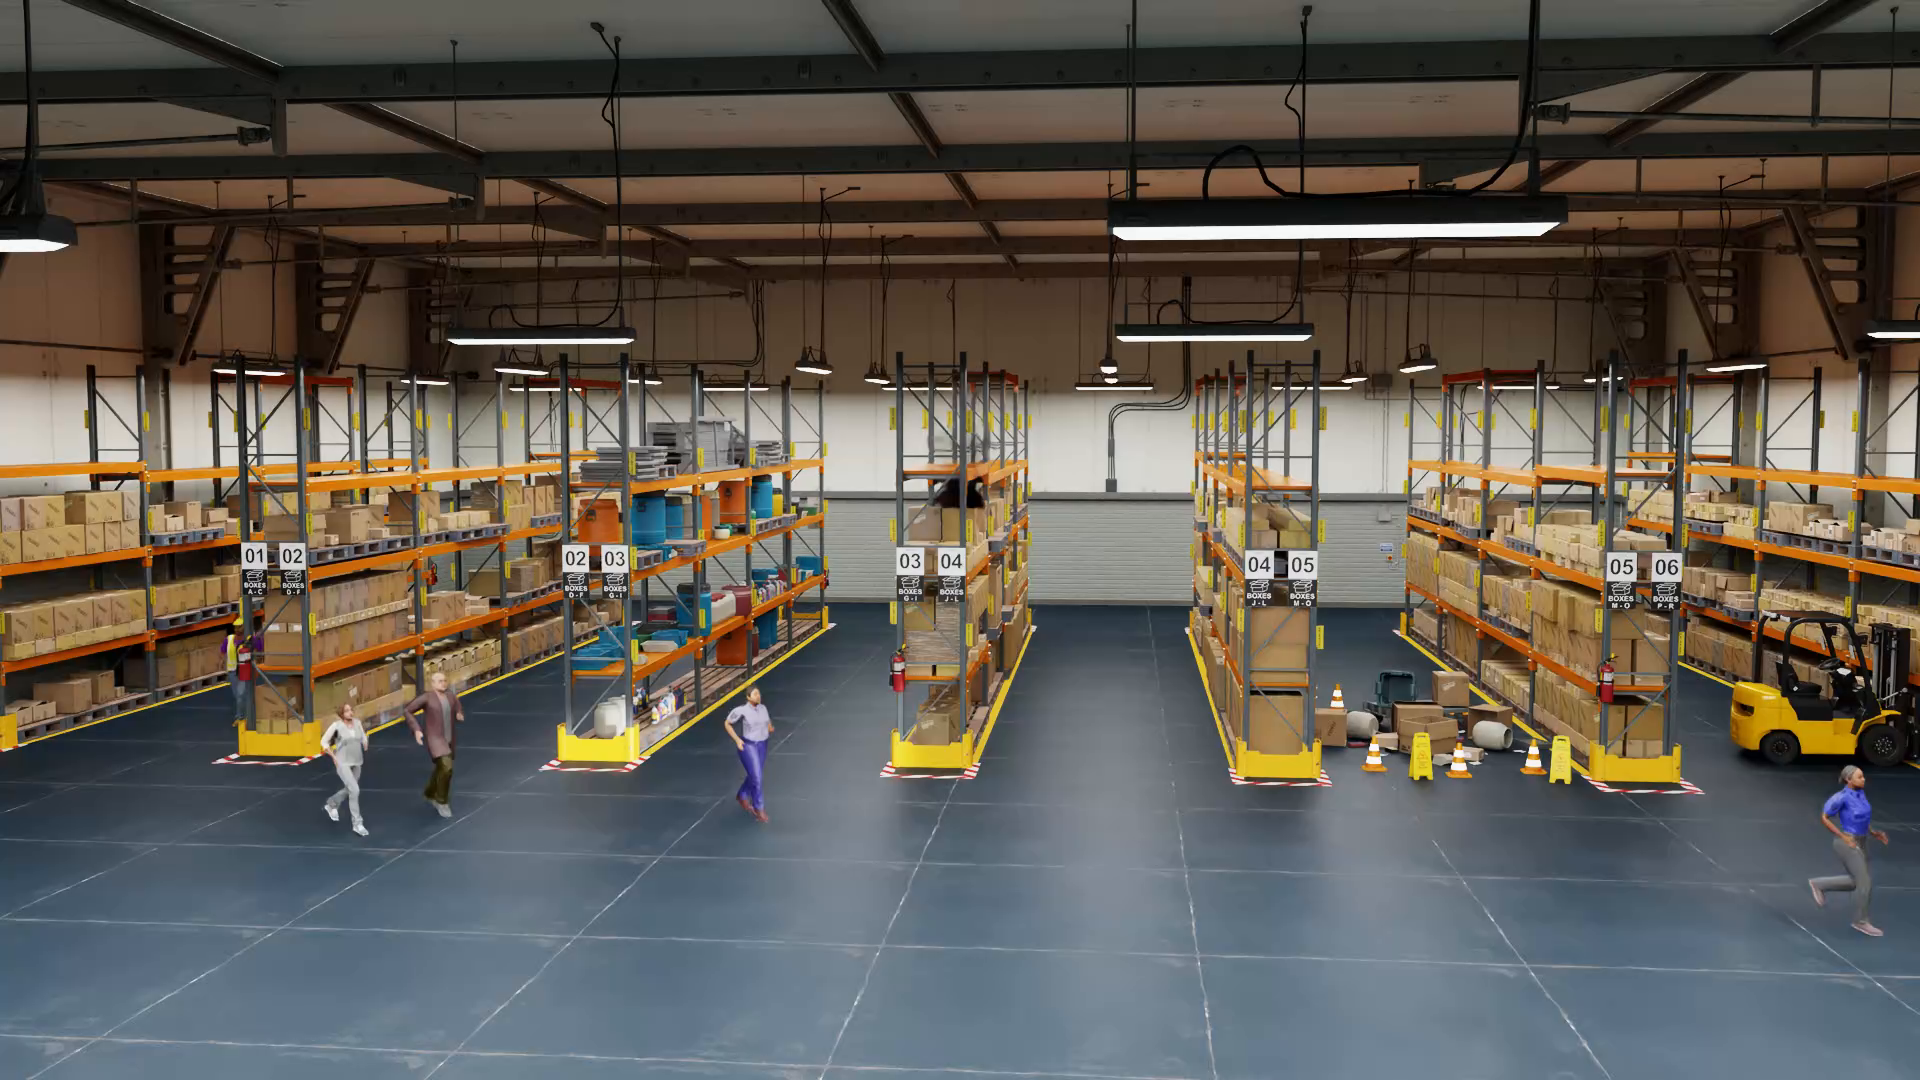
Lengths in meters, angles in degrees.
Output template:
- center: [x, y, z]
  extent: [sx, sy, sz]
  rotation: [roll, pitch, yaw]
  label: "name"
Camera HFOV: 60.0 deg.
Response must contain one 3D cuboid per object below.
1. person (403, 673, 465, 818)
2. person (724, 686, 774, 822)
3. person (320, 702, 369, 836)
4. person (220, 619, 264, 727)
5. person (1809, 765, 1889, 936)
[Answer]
- center: [-6.641, 2.655, 21.245]
  extent: [0.823, 1.751, 0.674]
  rotation: [2, 5, 30]
  label: "person"
- center: [-2.637, 2.685, 21.096]
  extent: [0.777, 1.689, 0.595]
  rotation: [3, 5, 40]
  label: "person"
- center: [-7.492, 2.763, 20.327]
  extent: [0.815, 1.606, 0.526]
  rotation: [3, 5, 35]
  label: "person"
- center: [-11.917, 2.171, 27.568]
  extent: [0.707, 1.753, 0.884]
  rotation: [0, 4, 0]
  label: "person"
- center: [8.762, 3.042, 16.450]
  extent: [0.577, 1.629, 0.760]
  rotation: [-3, 5, -37]
  label: "person"
